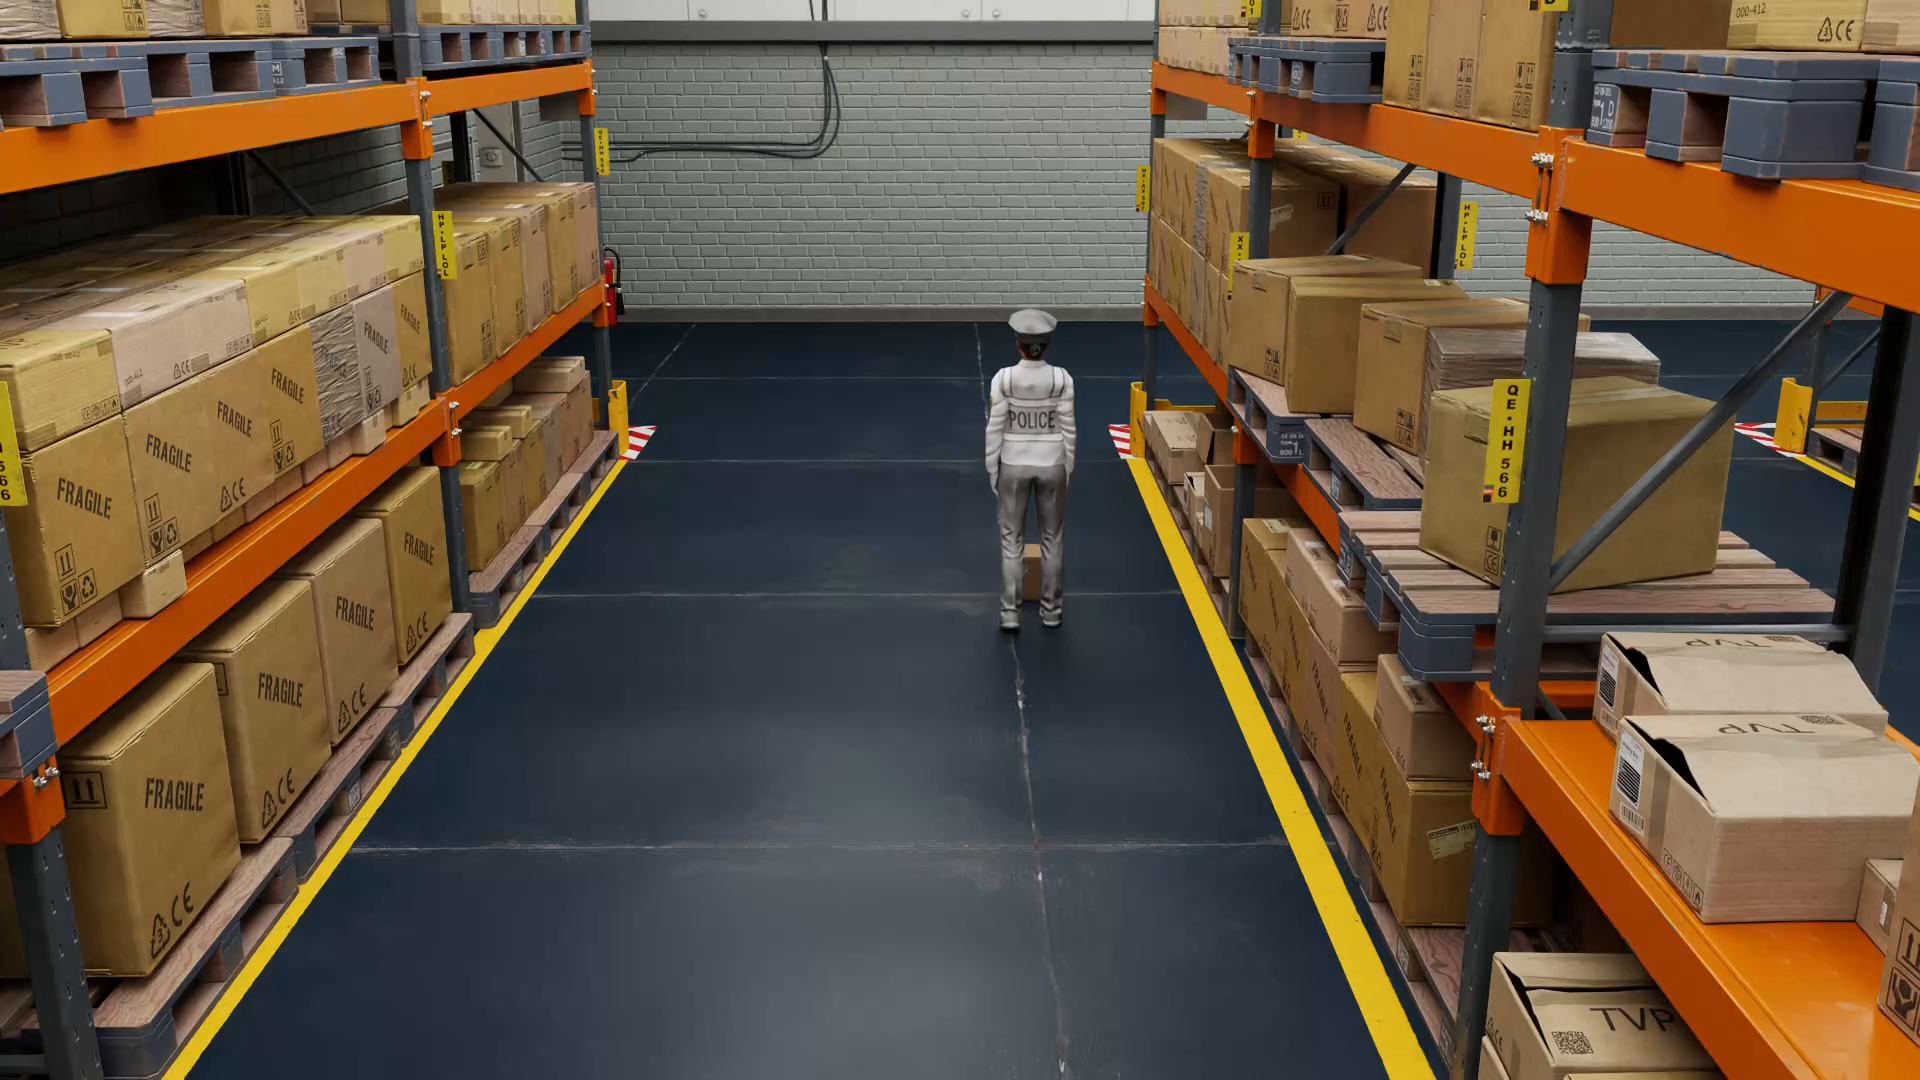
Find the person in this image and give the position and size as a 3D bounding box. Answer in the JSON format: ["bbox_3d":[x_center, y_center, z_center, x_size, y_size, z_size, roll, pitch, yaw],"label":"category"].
[{"bbox_3d":[0.365,-0.352,8.692,0.466,1.697,0.341,0,17,1],"label":"person"}]
